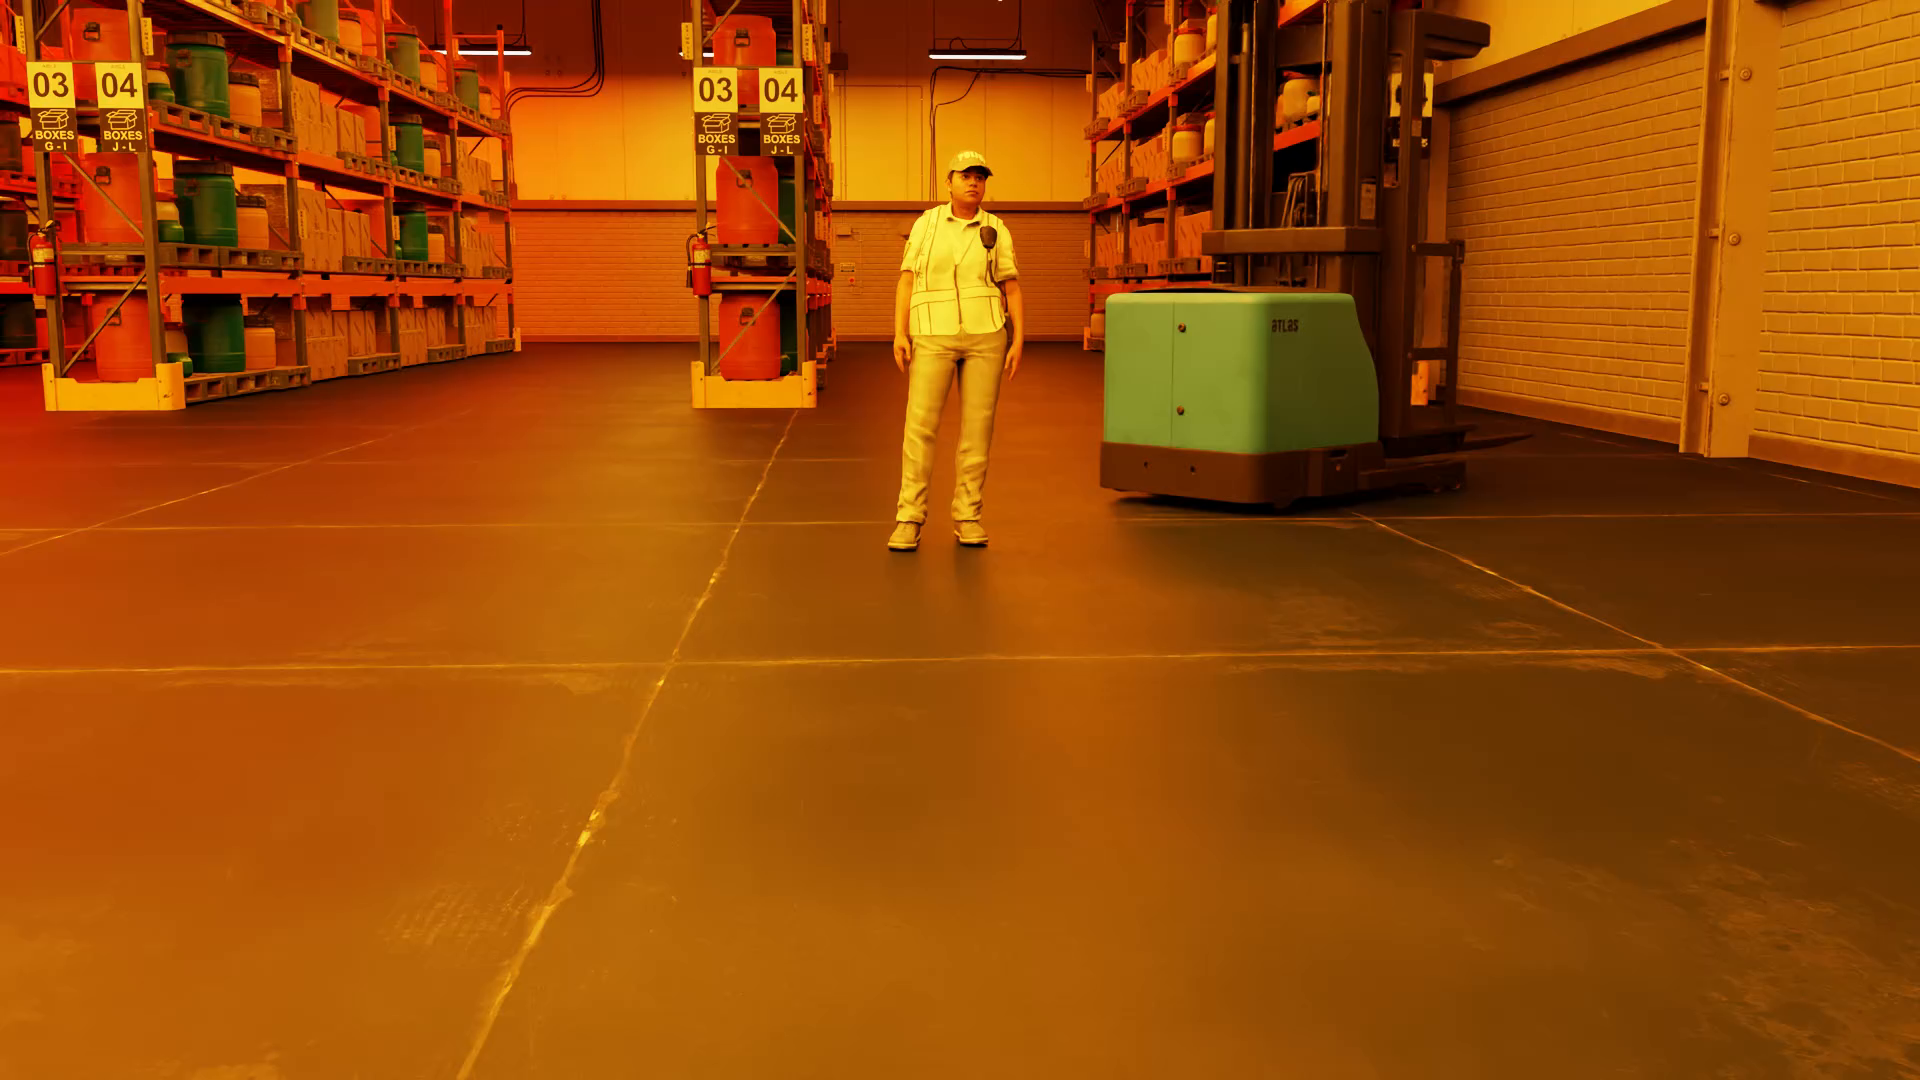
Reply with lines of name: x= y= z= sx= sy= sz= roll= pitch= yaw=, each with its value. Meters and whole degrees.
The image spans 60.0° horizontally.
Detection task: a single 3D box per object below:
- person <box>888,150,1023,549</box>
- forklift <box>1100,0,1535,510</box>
person: x=-0.018 y=-0.820 z=7.110 sx=0.598 sy=1.670 sz=0.529 roll=-1 pitch=8 yaw=-4
forklift: x=2.156 y=-1.754 z=9.143 sx=3.031 sy=2.935 sz=1.130 roll=-8 pitch=11 yaw=-42
